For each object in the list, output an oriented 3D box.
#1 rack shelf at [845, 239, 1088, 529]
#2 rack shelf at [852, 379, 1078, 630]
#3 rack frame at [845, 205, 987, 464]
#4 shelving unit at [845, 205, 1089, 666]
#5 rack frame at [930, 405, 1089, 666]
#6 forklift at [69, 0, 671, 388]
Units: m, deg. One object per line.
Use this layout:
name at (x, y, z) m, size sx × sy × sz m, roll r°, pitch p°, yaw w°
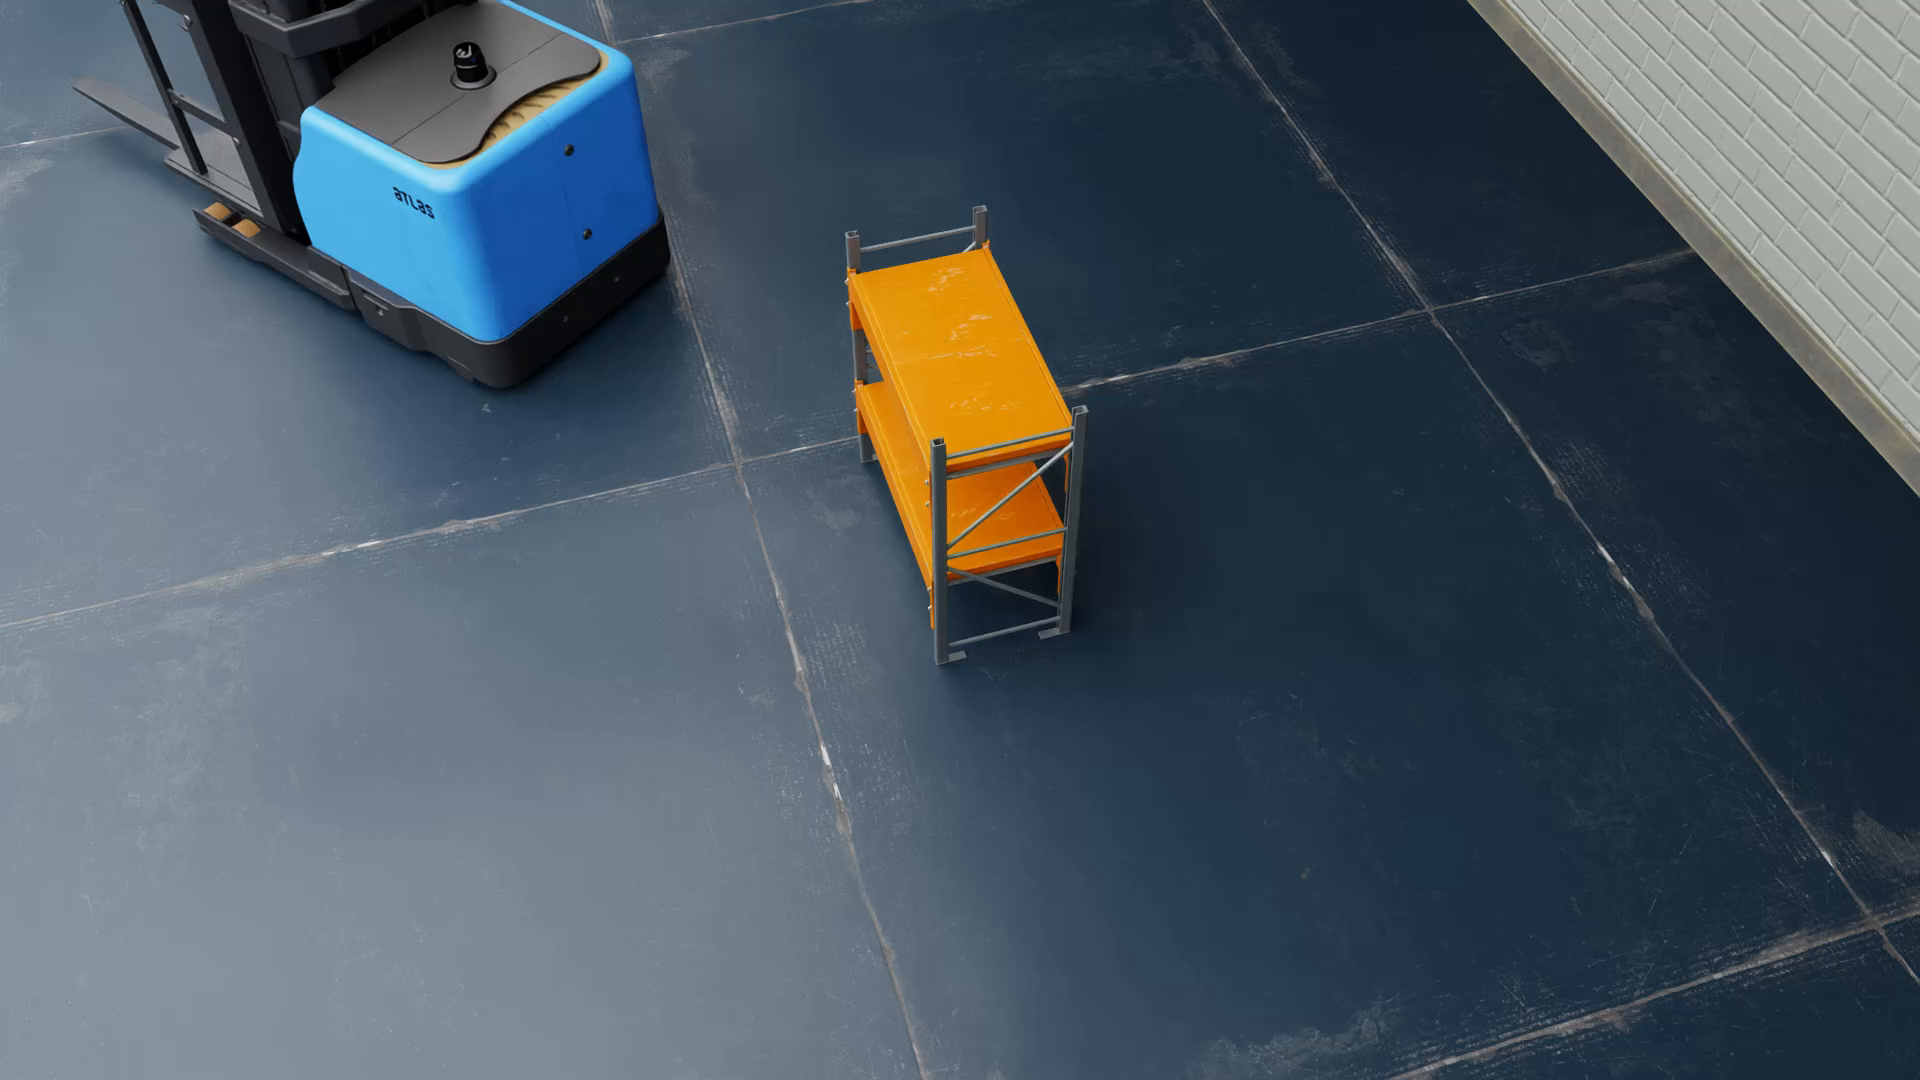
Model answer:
rack shelf at (0.002, -0.546, 5.592) m, size 0.538 × 0.278 × 1.000 m, roll -13°, pitch 51°, yaw -11°
rack shelf at (0.002, -0.200, 6.003) m, size 0.538 × 0.278 × 1.000 m, roll -13°, pitch 51°, yaw -11°
rack frame at (-0.148, -0.729, 6.129) m, size 0.500 × 1.125 × 0.032 m, roll -13°, pitch 51°, yaw -11°
shelving unit at (0.002, -0.358, 5.816) m, size 0.538 × 1.125 × 1.048 m, roll -13°, pitch 51°, yaw -11°
rack frame at (0.152, 0.014, 5.503) m, size 0.500 × 1.125 × 0.032 m, roll -13°, pitch 51°, yaw -11°
forklift at (-2.741, -2.479, 6.423) m, size 3.031 × 2.935 × 1.130 m, roll 29°, pitch 56°, yaw 22°
